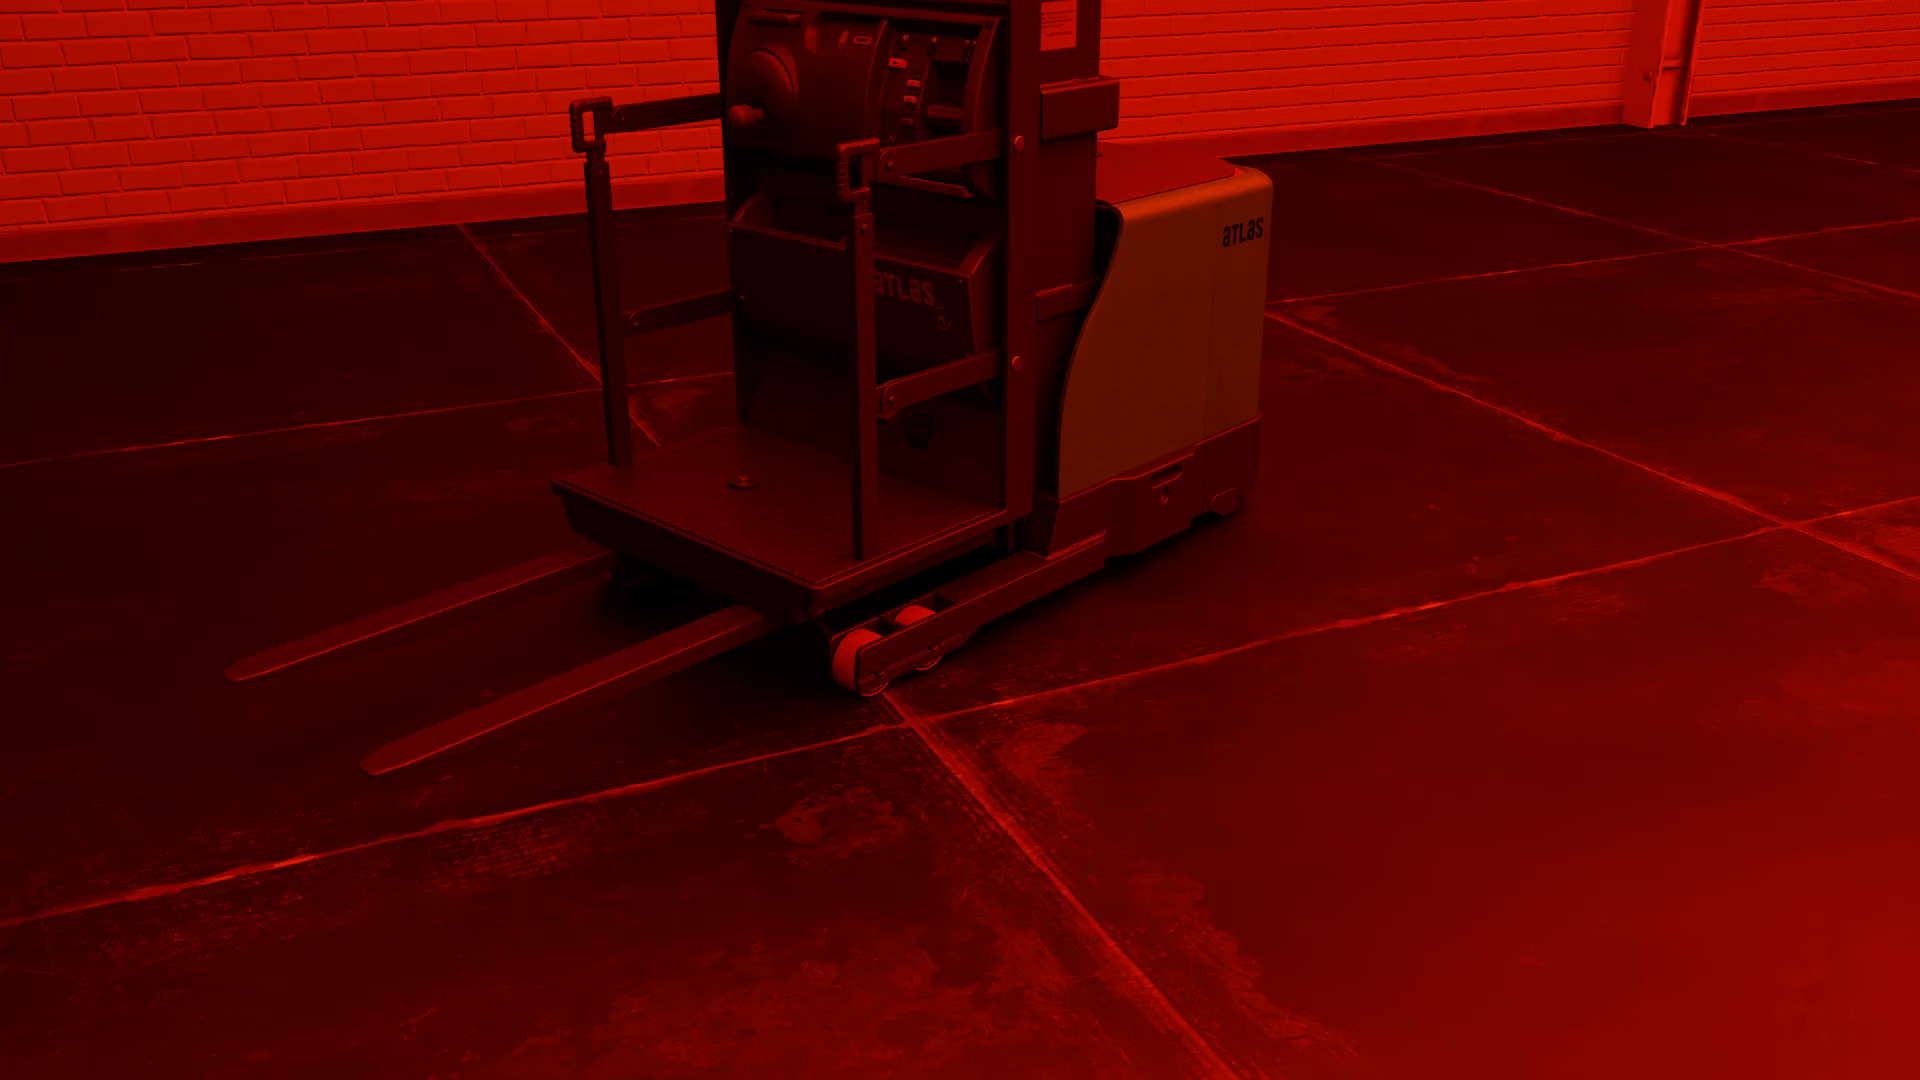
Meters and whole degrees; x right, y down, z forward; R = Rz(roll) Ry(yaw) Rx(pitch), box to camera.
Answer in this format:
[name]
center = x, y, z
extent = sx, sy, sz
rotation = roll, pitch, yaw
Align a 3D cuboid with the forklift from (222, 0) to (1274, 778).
[forklift]
center = -0.413, -1.182, 4.131
extent = 1.130, 2.935, 3.031
rotation = 19, 29, 39
